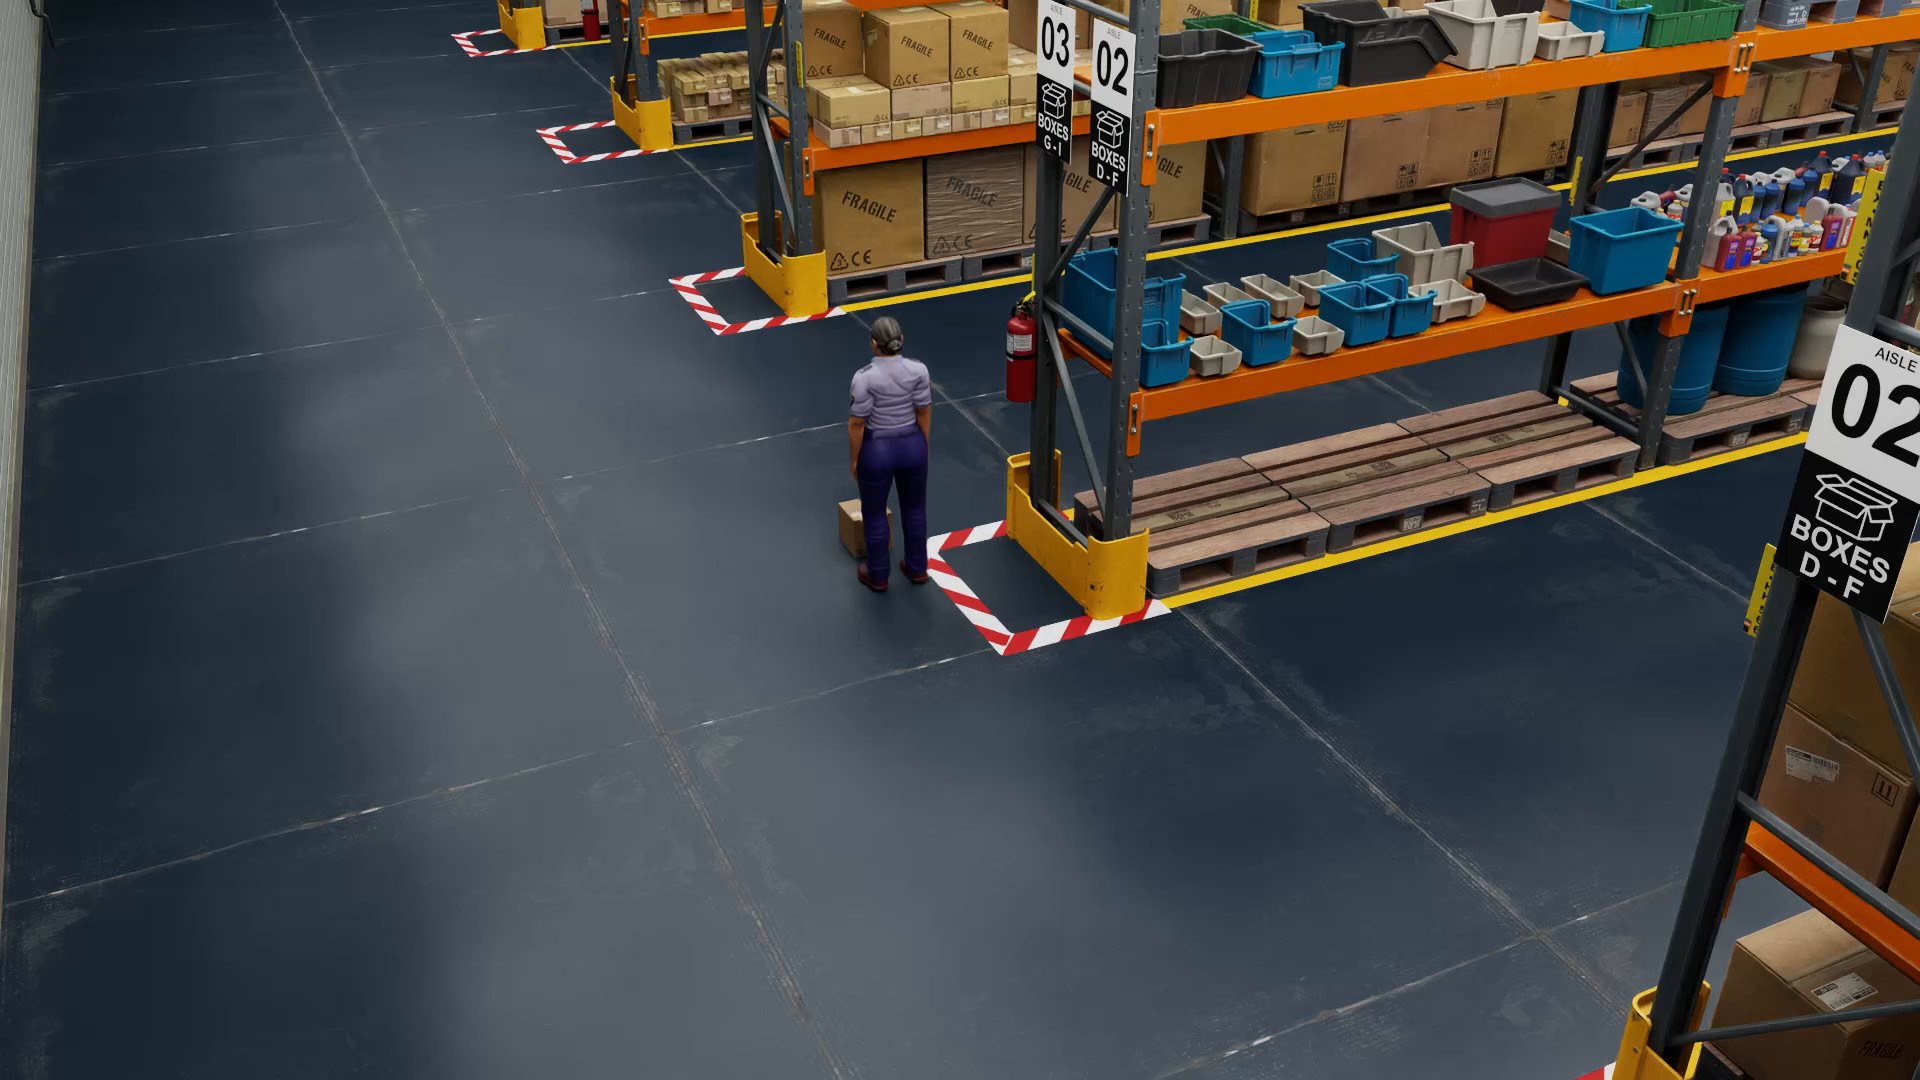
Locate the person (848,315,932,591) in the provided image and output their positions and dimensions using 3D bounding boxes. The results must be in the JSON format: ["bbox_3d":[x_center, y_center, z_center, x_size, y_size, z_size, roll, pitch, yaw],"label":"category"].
[{"bbox_3d":[-0.405,-0.479,9.294,0.478,1.663,0.368,-11,31,-18],"label":"person"}]
